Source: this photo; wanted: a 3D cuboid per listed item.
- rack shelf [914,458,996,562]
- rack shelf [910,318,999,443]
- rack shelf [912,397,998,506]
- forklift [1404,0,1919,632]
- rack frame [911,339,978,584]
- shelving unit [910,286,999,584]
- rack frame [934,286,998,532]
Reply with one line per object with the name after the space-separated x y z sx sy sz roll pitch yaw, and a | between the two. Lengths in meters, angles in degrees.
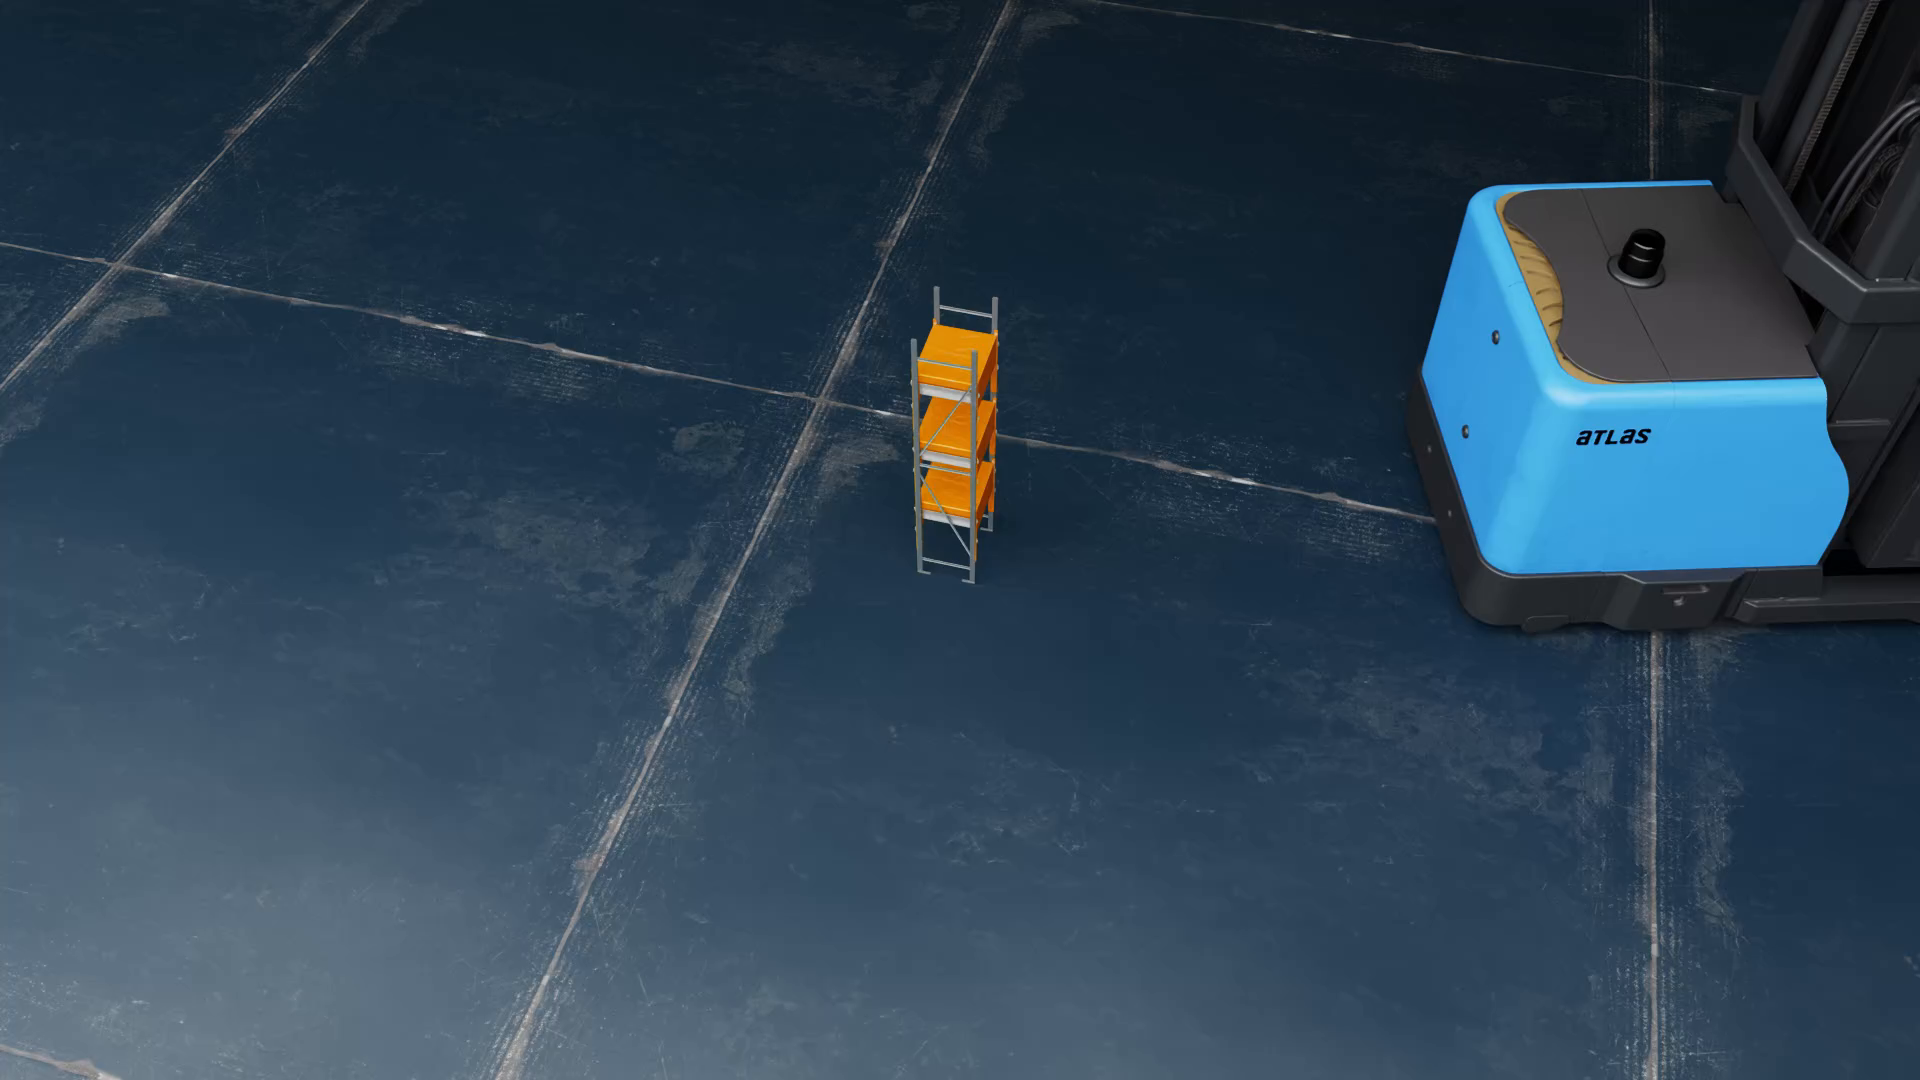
-0.014 -0.118 5.539 0.215 0.259 0.240 12 50 10 | rack shelf
-0.014 -0.489 5.117 0.215 0.259 0.240 12 50 10 | rack shelf
-0.014 -0.302 5.330 0.215 0.259 0.240 12 50 10 | rack shelf
3.144 -1.082 4.750 3.031 2.935 1.130 -2 49 -2 | forklift
-0.046 -0.220 5.244 0.200 1.050 0.008 12 50 10 | rack frame
-0.014 -0.309 5.322 0.215 1.050 0.252 12 50 10 | shelving unit
0.018 -0.397 5.400 0.200 1.050 0.008 12 50 10 | rack frame
